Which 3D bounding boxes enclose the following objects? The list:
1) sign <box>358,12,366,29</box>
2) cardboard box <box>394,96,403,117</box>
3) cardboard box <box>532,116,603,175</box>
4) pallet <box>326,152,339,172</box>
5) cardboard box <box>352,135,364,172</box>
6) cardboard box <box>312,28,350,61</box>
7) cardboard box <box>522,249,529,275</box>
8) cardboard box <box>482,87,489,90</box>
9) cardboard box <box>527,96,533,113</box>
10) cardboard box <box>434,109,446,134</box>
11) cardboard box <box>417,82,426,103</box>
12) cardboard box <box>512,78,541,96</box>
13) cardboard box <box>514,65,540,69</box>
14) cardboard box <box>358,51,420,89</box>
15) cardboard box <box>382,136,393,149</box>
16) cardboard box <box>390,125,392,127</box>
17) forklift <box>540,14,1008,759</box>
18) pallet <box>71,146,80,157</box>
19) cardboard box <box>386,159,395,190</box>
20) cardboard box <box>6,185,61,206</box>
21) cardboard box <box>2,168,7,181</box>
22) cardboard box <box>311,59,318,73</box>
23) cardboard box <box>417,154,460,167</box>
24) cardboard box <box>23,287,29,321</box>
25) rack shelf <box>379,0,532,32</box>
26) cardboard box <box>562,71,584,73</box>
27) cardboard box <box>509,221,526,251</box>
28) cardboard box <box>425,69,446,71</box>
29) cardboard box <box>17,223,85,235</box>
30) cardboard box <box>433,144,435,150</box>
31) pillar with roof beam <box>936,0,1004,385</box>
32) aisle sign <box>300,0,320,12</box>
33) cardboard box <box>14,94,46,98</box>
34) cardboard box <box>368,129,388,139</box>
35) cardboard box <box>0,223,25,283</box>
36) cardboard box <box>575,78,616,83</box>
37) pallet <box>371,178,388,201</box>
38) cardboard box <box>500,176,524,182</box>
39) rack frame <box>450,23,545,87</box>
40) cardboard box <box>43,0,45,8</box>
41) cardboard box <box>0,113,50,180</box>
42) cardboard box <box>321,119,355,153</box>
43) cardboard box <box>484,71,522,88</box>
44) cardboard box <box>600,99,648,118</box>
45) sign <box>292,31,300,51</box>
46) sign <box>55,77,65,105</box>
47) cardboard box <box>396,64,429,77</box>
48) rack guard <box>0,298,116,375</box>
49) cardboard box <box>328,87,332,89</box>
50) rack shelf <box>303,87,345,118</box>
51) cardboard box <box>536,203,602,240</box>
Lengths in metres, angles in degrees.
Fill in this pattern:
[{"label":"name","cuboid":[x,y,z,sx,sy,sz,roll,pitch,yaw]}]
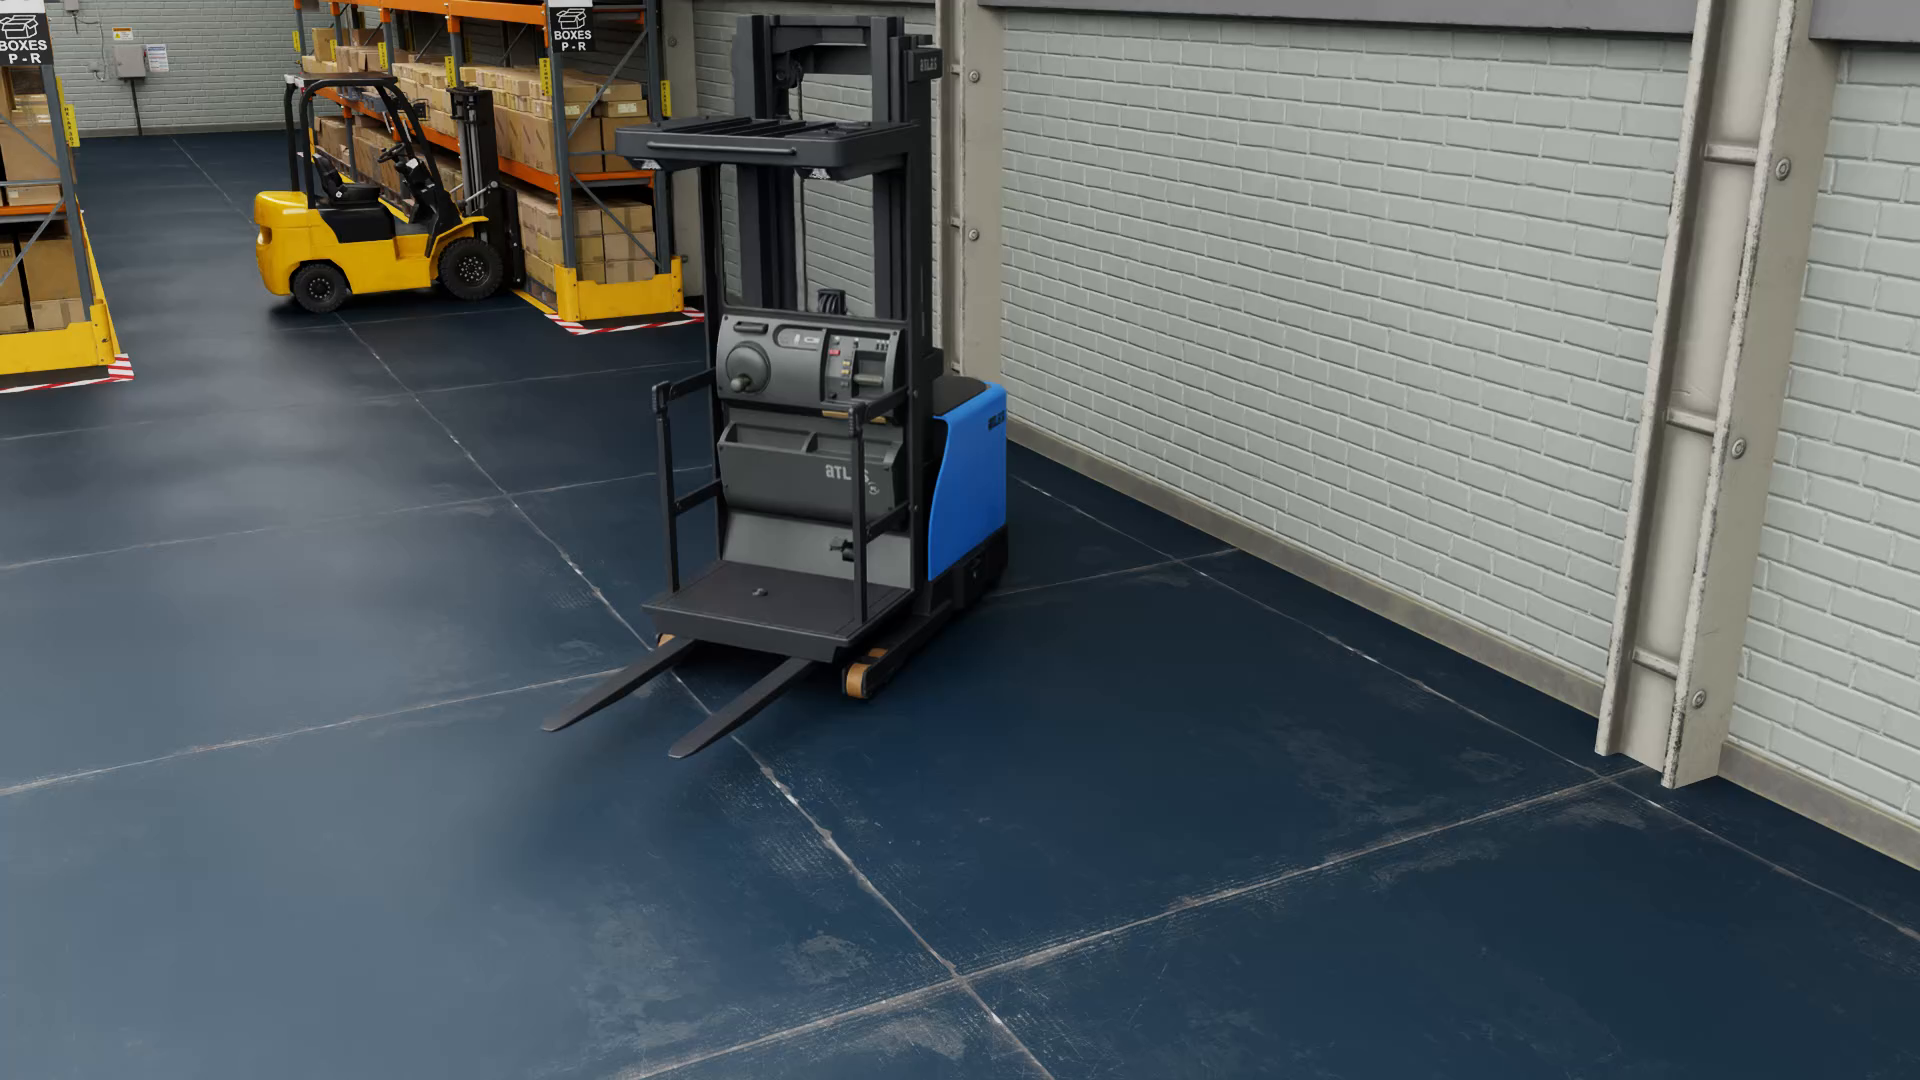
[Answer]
[{"label":"sign","cuboid":[-10.348,-8.967,28.759,0.100,0.325,0.005,-10,21,-27]},{"label":"cardboard box","cuboid":[-7.051,-5.657,21.658,0.500,0.250,0.500,-10,21,-26]},{"label":"cardboard box","cuboid":[-3.713,-3.745,15.732,0.500,0.500,0.500,-11,22,-28]},{"label":"pallet","cuboid":[-9.855,-6.271,27.483,1.003,0.211,1.213,-10,21,-27]},{"label":"cardboard box","cuboid":[-8.915,-5.885,25.276,0.500,0.500,0.500,-9,21,-24]},{"label":"cardboard box","cuboid":[-10.155,-8.012,26.875,0.500,0.500,0.500,-9,21,-25]},{"label":"cardboard box","cuboid":[-4.207,-2.871,16.924,0.500,0.250,0.500,-10,21,-26]},{"label":"cardboard box","cuboid":[-4.780,-4.664,17.403,0.380,0.149,0.250,-10,22,-27]},{"label":"cardboard box","cuboid":[-3.984,-4.233,16.151,0.380,0.149,0.250,-10,21,-27]},{"label":"cardboard box","cuboid":[-5.861,-4.922,19.526,0.500,0.250,0.500,-10,21,-27]},{"label":"cardboard box","cuboid":[-6.317,-5.454,20.302,0.500,0.250,0.500,-10,21,-26]},{"label":"cardboard box","cuboid":[-4.170,-4.439,16.294,0.380,0.149,0.250,-9,21,-25]},{"label":"cardboard box","cuboid":[-4.730,-5.195,18.484,0.380,0.149,0.250,-10,21,-27]},{"label":"cardboard box","cuboid":[-7.985,-6.581,23.302,0.797,0.503,0.637,-11,22,-28]},{"label":"cardboard box","cuboid":[-7.952,-5.630,23.542,0.380,0.149,0.250,-10,22,-27]},{"label":"cardboard box","cuboid":[-8.518,-6.304,25.496,0.380,0.149,0.250,-11,22,-29]},{"label":"forklift","cuboid":[-0.792,-0.820,7.515,1.130,2.935,3.031,8,21,22]},{"label":"pallet","cuboid":[-9.749,-4.126,17.286,1.003,0.211,1.213,-10,21,-27]},{"label":"cardboard box","cuboid":[-7.665,-5.144,23.128,0.500,0.500,0.500,-10,22,-27]},{"label":"cardboard box","cuboid":[-7.594,-2.838,13.642,0.380,0.149,0.250,-10,21,-26]},{"label":"cardboard box","cuboid":[-8.689,-3.224,14.762,0.380,0.149,0.250,-10,21,-27]},{"label":"cardboard box","cuboid":[-10.384,-7.798,27.405,0.500,0.250,0.500,-10,22,-28]},{"label":"cardboard box","cuboid":[-6.446,-4.602,21.366,0.875,0.625,0.625,-9,21,-25]},{"label":"cardboard box","cuboid":[-8.474,-2.066,14.592,0.500,0.250,0.500,-10,21,-26]},{"label":"rack shelf","cuboid":[-6.097,-6.397,20.076,1.077,0.370,4.000,-10,21,-27]},{"label":"cardboard box","cuboid":[-4.150,-4.822,17.404,0.380,0.149,0.250,-10,22,-27]},{"label":"cardboard box","cuboid":[-4.247,-3.114,16.862,0.500,0.250,0.500,-11,22,-28]},{"label":"cardboard box","cuboid":[-6.324,-5.682,20.351,0.380,0.149,0.250,-10,21,-27]},{"label":"cardboard box","cuboid":[-8.018,-2.511,14.731,0.500,0.500,0.500,-11,22,-29]},{"label":"cardboard box","cuboid":[-7.123,-5.495,23.152,0.380,0.149,0.250,-9,21,-25]},{"label":"pillar with roof beam","cuboid":[-3.725,-4.383,8.538,9.100,9.000,0.400,-10,21,-27]},{"label":"aisle sign","cuboid":[-11.137,-9.393,28.268,0.394,0.787,0.004,-10,21,-27]},{"label":"cardboard box","cuboid":[-9.084,-4.074,16.230,0.500,0.500,0.500,-11,22,-28]},{"label":"cardboard box","cuboid":[-8.537,-6.005,24.629,0.380,0.149,0.250,-10,22,-28]},{"label":"cardboard box","cuboid":[-8.709,-2.565,14.888,0.500,0.500,0.500,-11,22,-28]},{"label":"cardboard box","cuboid":[-3.556,-4.448,16.320,0.380,0.149,0.250,-10,21,-26]},{"label":"pallet","cuboid":[-7.944,-5.145,24.219,1.003,0.211,1.213,-10,21,-27]},{"label":"cardboard box","cuboid":[-4.960,-3.781,18.028,0.500,0.250,0.500,-10,21,-27]},{"label":"rack frame","cuboid":[-5.148,-4.745,18.784,1.000,3.000,0.127,-10,21,-27]},{"label":"cardboard box","cuboid":[-7.486,-4.272,13.199,0.380,0.149,0.250,-10,21,-27]},{"label":"cardboard box","cuboid":[-7.844,-3.342,14.109,0.500,0.500,0.500,-9,21,-25]},{"label":"cardboard box","cuboid":[-10.267,-6.765,27.827,0.700,0.500,0.500,-9,21,-24]},{"label":"cardboard box","cuboid":[-4.746,-4.809,17.366,0.380,0.149,0.250,-10,22,-28]},{"label":"cardboard box","cuboid":[-3.181,-4.088,15.733,0.380,0.149,0.250,-11,22,-28]},{"label":"sign","cuboid":[-11.323,-8.515,28.383,0.100,0.325,0.005,-10,21,-27]},{"label":"sign","cuboid":[-9.040,-4.471,16.662,0.100,0.325,0.005,-10,21,-27]},{"label":"cardboard box","cuboid":[-7.027,-6.034,21.371,0.380,0.149,0.250,-9,21,-25]},{"label":"rack guard","cuboid":[-7.651,-1.667,13.696,1.175,0.500,0.348,-10,21,-27]},{"label":"cardboard box","cuboid":[-9.854,-7.266,26.475,0.380,0.149,0.250,-10,22,-27]},{"label":"rack shelf","cuboid":[-9.896,-7.276,27.221,1.077,0.370,4.000,-10,21,-27]},{"label":"cardboard box","cuboid":[-3.741,-3.052,15.917,0.500,0.250,0.500,-9,21,-25]}]
